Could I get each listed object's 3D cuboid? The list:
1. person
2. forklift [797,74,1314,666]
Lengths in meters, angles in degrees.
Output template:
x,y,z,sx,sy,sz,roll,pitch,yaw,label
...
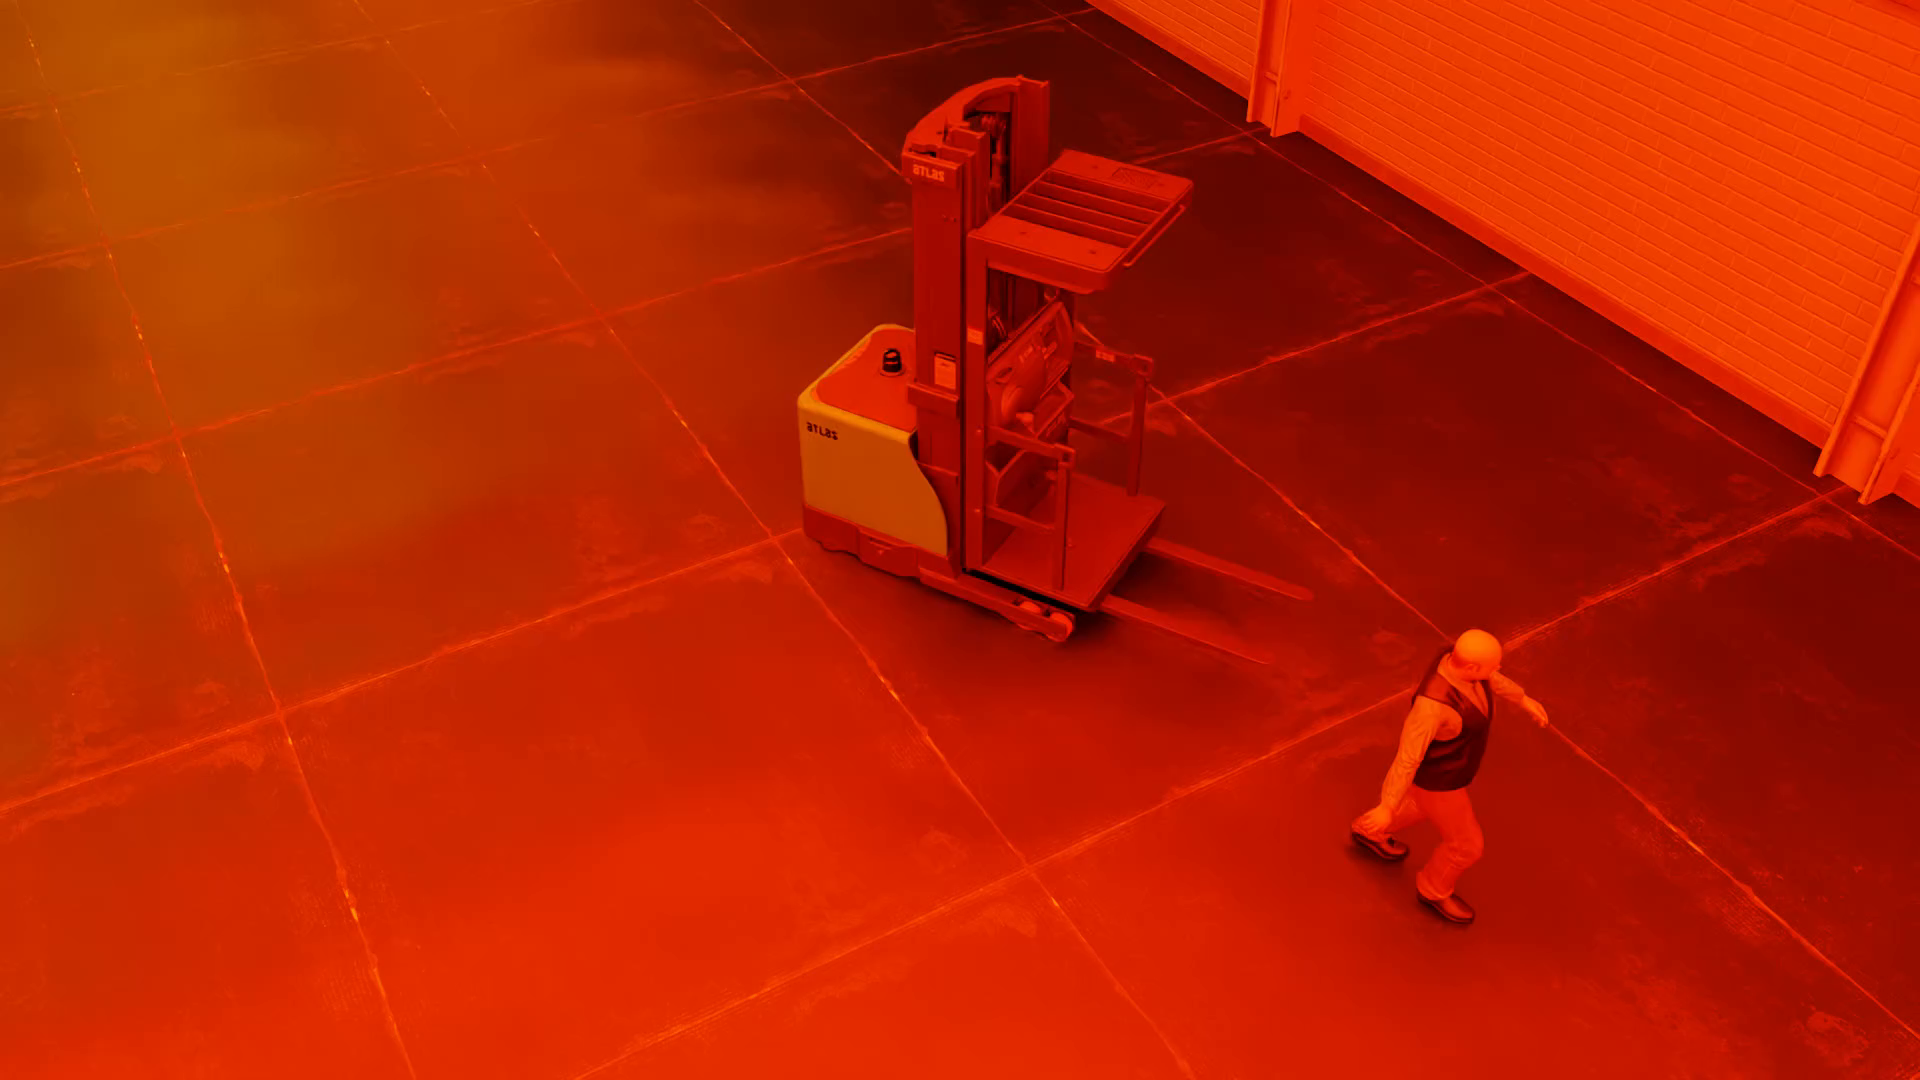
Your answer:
x,y,z,sx,sy,sz,roll,pitch,yaw,label
2.241,1.058,7.704,0.730,1.662,0.911,19,43,21,person
0.568,-0.931,9.158,3.031,2.935,1.130,20,44,22,forklift
